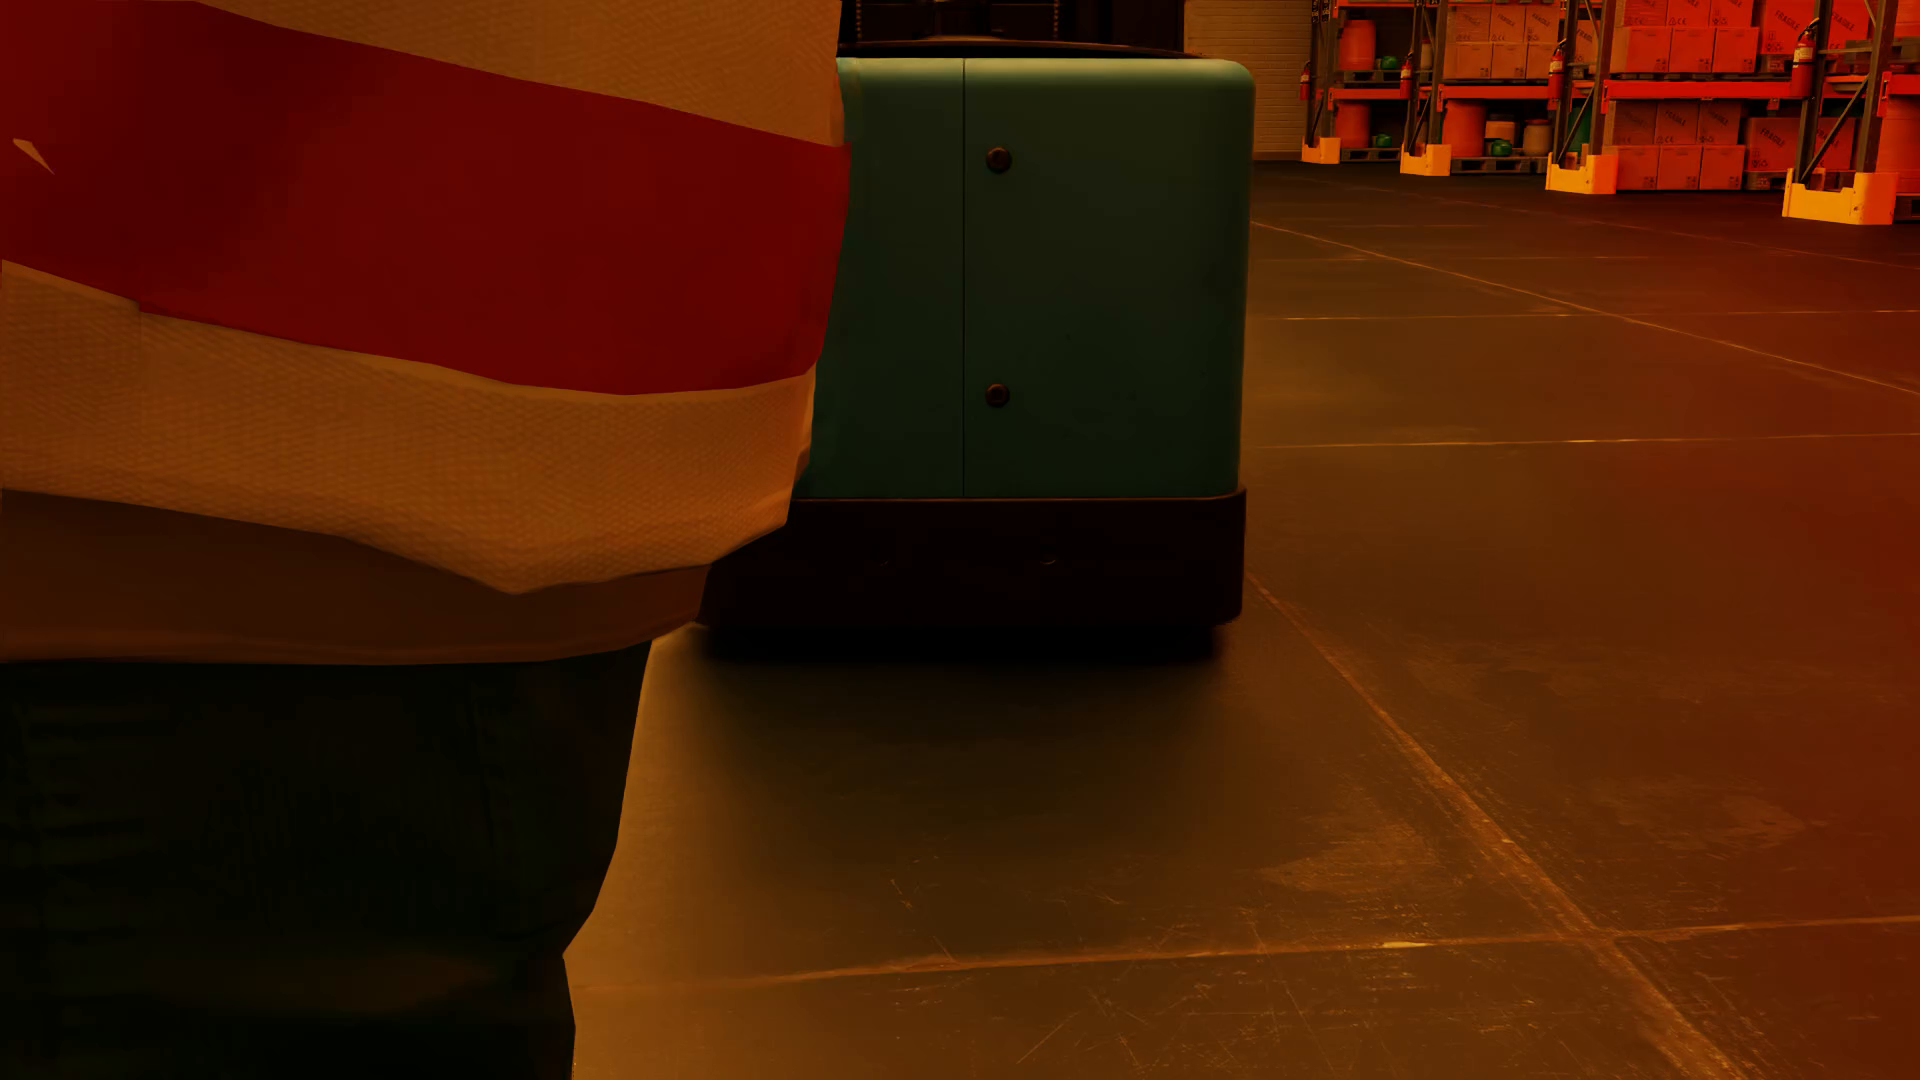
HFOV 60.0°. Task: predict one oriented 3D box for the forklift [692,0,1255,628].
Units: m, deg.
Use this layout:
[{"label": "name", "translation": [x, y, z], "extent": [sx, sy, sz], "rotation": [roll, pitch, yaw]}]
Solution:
[{"label": "forklift", "translation": [-0.015, -1.573, 4.154], "extent": [1.130, 2.935, 3.031], "rotation": [0, 15, -1]}]
